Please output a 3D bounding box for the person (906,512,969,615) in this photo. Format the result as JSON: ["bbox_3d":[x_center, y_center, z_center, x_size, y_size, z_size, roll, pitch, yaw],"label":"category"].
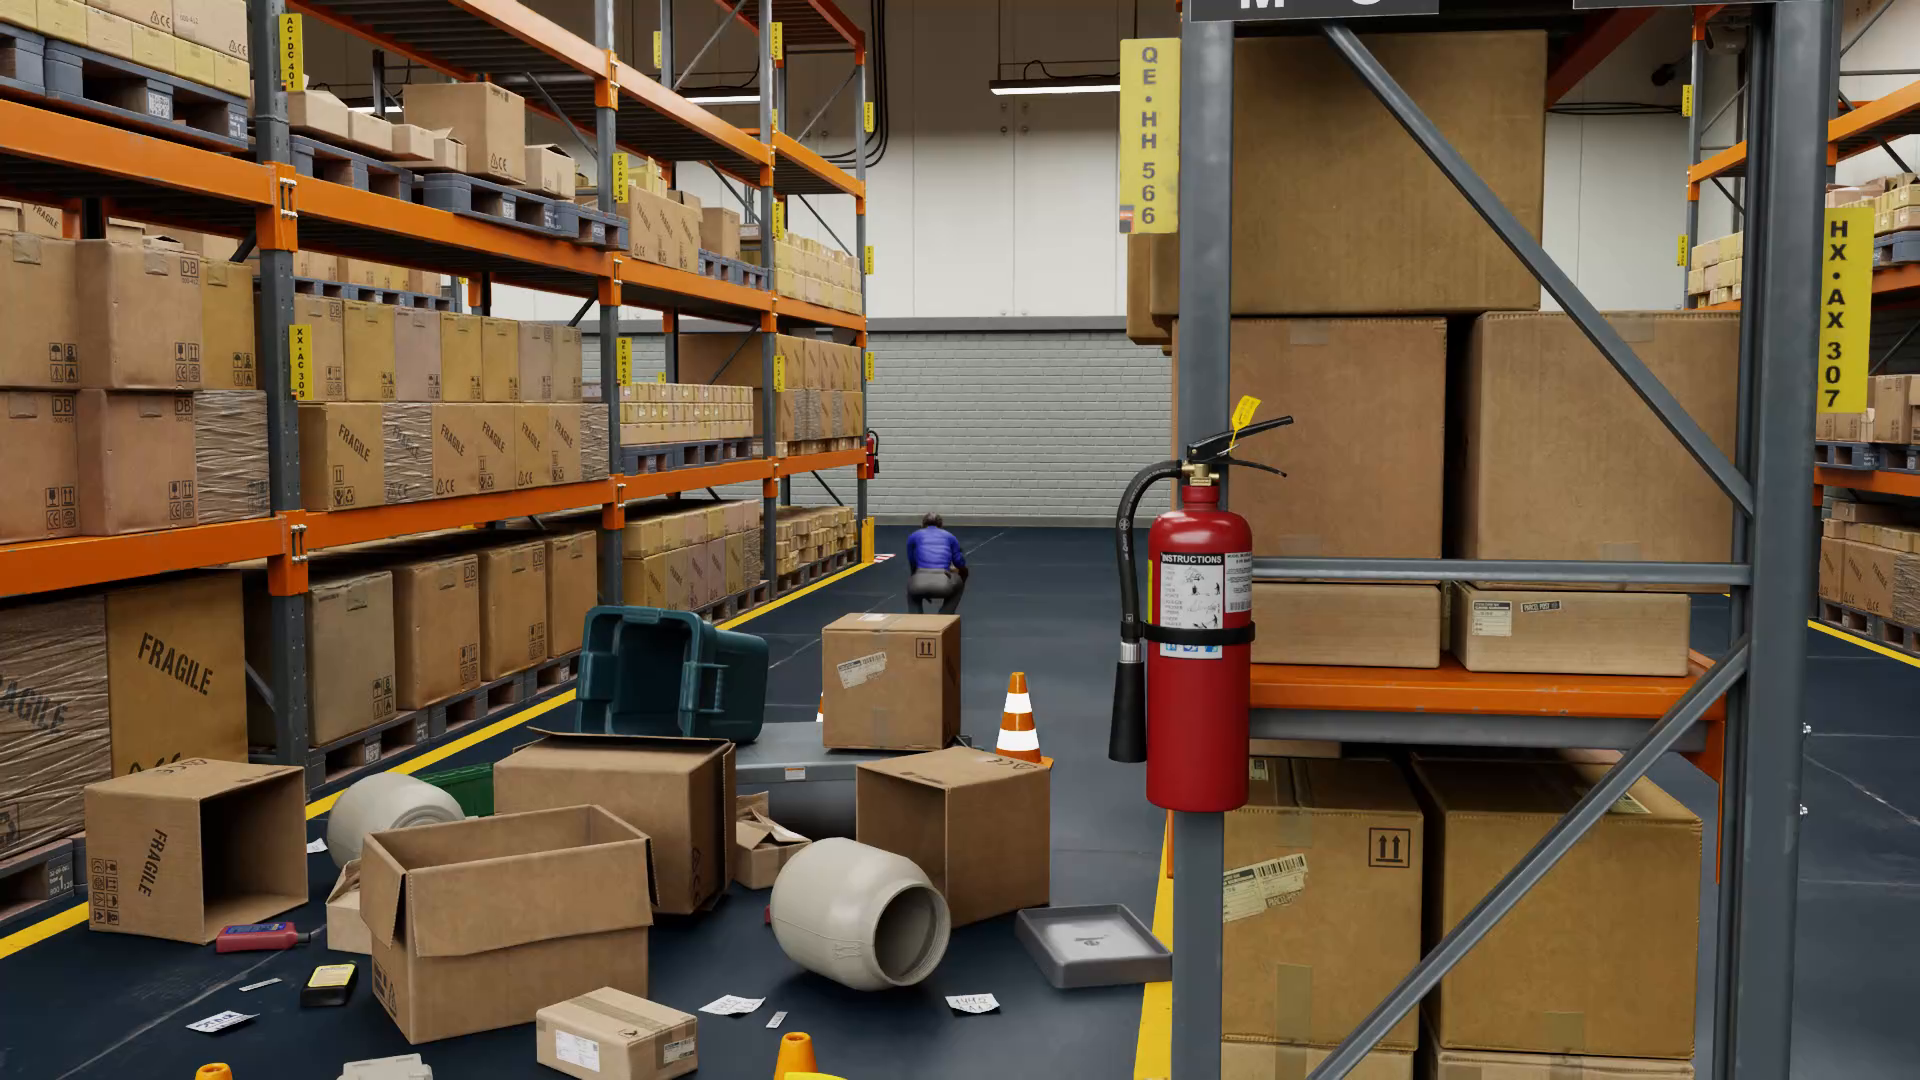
[{"bbox_3d":[-0.196,0.248,13.529,0.498,0.925,0.819,1,5,8],"label":"person"}]
